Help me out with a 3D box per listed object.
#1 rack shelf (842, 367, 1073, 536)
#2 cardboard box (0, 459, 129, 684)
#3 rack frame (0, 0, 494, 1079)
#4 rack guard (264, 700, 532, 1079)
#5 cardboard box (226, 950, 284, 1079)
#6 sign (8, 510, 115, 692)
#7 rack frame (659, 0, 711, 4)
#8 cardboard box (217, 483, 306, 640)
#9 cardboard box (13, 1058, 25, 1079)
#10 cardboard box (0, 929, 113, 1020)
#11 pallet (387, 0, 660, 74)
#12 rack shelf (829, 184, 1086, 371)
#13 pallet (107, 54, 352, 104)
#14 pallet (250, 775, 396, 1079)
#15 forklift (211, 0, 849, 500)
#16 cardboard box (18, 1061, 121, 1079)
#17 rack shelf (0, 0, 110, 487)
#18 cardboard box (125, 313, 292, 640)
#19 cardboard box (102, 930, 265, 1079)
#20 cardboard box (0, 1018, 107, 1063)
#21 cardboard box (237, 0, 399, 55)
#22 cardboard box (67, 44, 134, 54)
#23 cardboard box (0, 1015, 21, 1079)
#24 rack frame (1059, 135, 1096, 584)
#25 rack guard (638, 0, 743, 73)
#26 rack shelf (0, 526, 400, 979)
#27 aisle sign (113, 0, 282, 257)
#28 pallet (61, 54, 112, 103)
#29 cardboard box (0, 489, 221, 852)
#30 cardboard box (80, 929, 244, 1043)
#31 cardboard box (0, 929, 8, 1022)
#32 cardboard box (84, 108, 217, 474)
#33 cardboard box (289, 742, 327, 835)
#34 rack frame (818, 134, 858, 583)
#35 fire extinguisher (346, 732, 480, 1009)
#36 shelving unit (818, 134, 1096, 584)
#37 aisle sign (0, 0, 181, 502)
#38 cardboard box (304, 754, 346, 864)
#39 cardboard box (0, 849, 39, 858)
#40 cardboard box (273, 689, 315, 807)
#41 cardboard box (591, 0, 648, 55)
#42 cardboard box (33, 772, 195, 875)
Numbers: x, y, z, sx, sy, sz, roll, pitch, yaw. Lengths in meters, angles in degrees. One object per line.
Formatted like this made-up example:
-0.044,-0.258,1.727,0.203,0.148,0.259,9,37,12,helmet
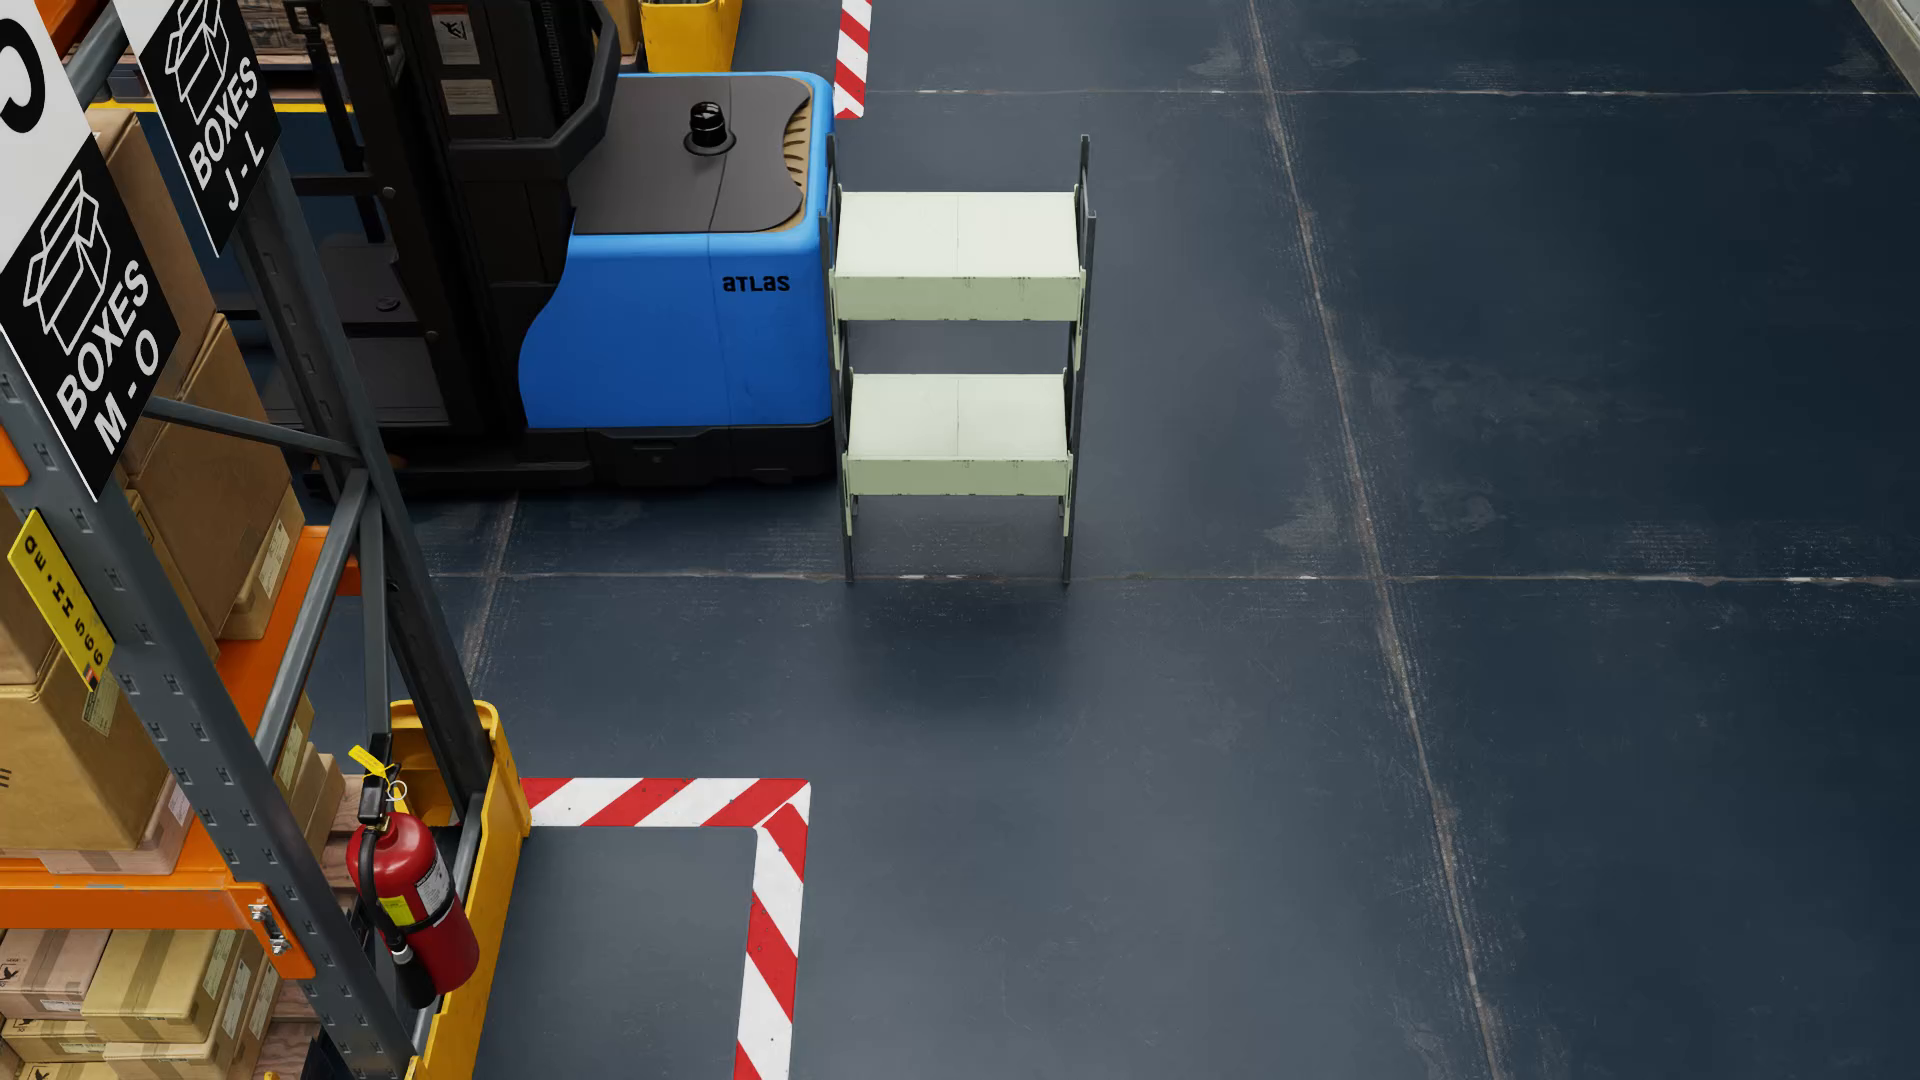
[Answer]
-0.007,-0.289,5.440,0.720,0.370,0.431,0,47,0,rack shelf
-1.837,-0.100,2.839,0.500,0.500,0.500,-1,47,-1,cardboard box
-1.379,0.196,3.519,0.127,3.000,1.000,0,47,0,rack frame
-1.455,1.047,4.434,0.348,0.500,1.175,0,47,0,rack guard
-1.906,1.175,4.268,0.250,0.149,0.380,1,47,1,cardboard box
-1.401,0.100,2.601,0.005,0.325,0.100,0,47,0,sign
-1.259,-3.435,6.898,0.127,3.000,1.000,0,47,0,rack frame
-1.701,0.041,3.835,0.250,0.149,0.380,0,47,0,cardboard box
-2.427,1.185,4.259,0.250,0.149,0.380,0,47,0,cardboard box
-2.160,0.963,4.059,0.250,0.149,0.380,1,47,1,cardboard box
-2.059,-2.429,7.867,1.213,0.211,1.003,0,47,0,pallet
-0.007,-0.777,4.915,0.720,0.370,0.431,0,47,0,rack shelf
-3.276,-2.435,7.872,1.213,0.211,1.003,0,47,0,pallet
-2.267,1.117,4.566,1.213,0.211,1.003,0,47,0,pallet
-1.937,-1.534,5.176,3.031,2.935,1.130,-1,47,-1,forklift
-2.163,1.249,4.199,0.250,0.149,0.380,1,47,1,cardboard box
-3.379,-0.587,2.689,4.000,0.370,1.077,0,47,0,rack shelf
-1.827,-0.143,3.562,0.500,0.500,0.500,2,47,2,cardboard box
-1.908,1.130,4.106,0.250,0.149,0.380,-1,47,-1,cardboard box
-2.169,1.090,4.144,0.250,0.149,0.380,-1,47,-1,cardboard box
-2.809,-2.799,7.471,0.875,0.875,0.875,0,47,0,cardboard box
-3.699,-2.802,7.473,0.875,0.875,0.875,0,47,0,cardboard box
-2.427,1.130,4.107,0.250,0.149,0.380,-2,47,-1,cardboard box
0.359,-0.510,5.200,0.023,1.500,0.400,0,47,0,rack frame
-1.235,-2.583,7.813,0.348,0.500,1.175,0,47,0,rack guard
-3.379,0.435,3.787,4.000,0.370,1.077,0,47,0,rack shelf
-1.305,-0.909,2.771,0.004,0.787,0.394,0,47,0,aisle sign
-4.499,-2.436,7.873,1.213,0.211,1.003,0,47,0,pallet
-1.829,0.247,3.199,0.500,0.500,0.500,1,47,1,cardboard box
-1.909,1.005,4.019,0.250,0.149,0.380,1,47,1,cardboard box
-2.420,1.055,3.973,0.250,0.149,0.380,-1,47,-1,cardboard box
-1.827,-0.476,3.189,0.500,0.500,0.500,0,47,0,cardboard box
-1.902,0.733,4.476,0.250,0.149,0.380,2,47,2,cardboard box
-0.373,-0.512,5.202,0.023,1.500,0.400,0,47,0,rack frame
-1.129,0.688,3.368,0.183,0.674,0.296,0,47,0,fire extinguisher
-0.007,-0.511,5.201,0.755,1.500,0.431,0,47,0,shelving unit
-1.307,-0.470,2.362,0.004,0.787,0.394,0,47,0,aisle sign
-1.901,0.788,4.628,0.250,0.149,0.380,1,47,1,cardboard box
-1.954,0.459,3.445,0.250,0.149,0.380,0,47,0,cardboard box
-1.901,0.571,4.423,0.250,0.149,0.380,-2,47,-2,cardboard box
-1.899,-2.797,7.469,0.875,0.875,0.875,0,47,0,cardboard box
-1.706,0.487,3.419,0.250,0.149,0.380,0,47,0,cardboard box
